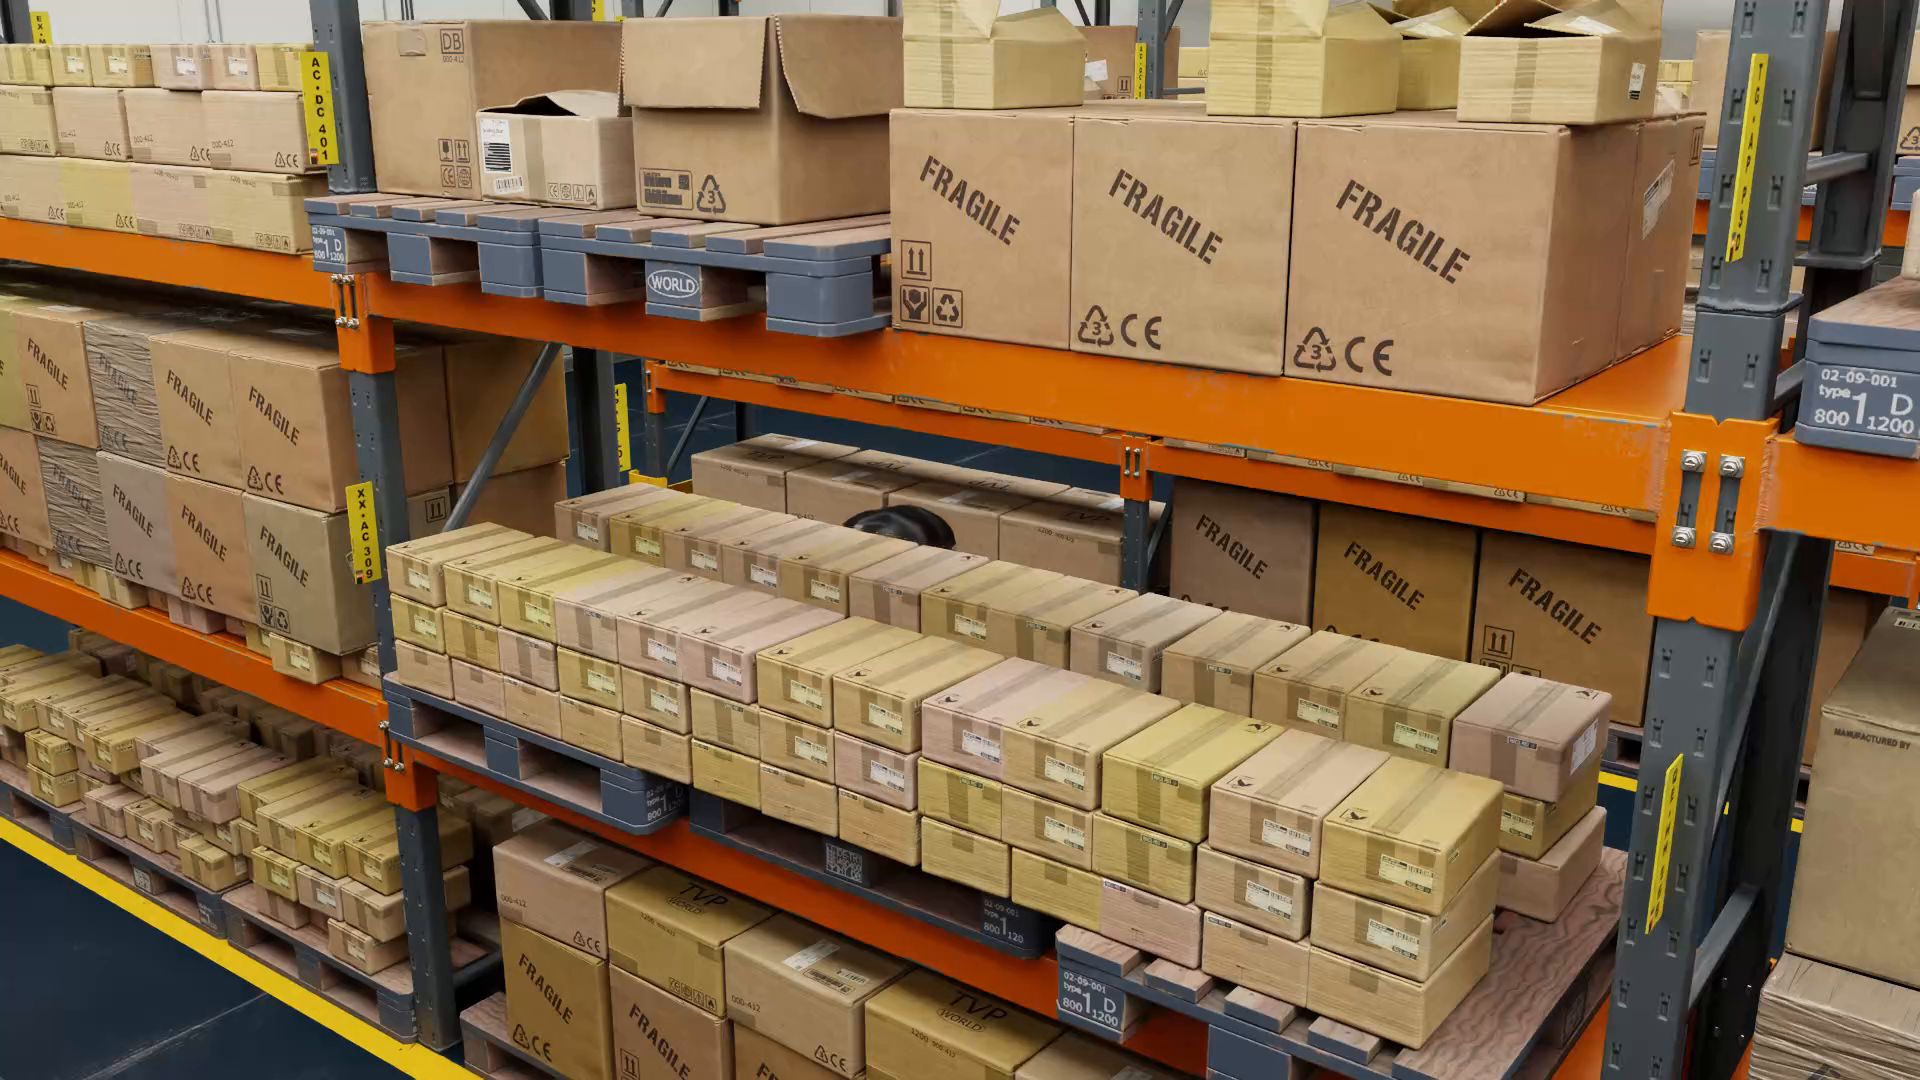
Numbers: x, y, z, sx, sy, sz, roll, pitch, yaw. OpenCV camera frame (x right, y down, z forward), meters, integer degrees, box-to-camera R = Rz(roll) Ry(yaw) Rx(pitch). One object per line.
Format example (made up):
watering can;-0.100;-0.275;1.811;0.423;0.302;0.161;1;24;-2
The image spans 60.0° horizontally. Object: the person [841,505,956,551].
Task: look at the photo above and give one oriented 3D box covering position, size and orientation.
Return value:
person;-0.485;0.229;9.726;0.947;0.922;0.519;11;20;33
